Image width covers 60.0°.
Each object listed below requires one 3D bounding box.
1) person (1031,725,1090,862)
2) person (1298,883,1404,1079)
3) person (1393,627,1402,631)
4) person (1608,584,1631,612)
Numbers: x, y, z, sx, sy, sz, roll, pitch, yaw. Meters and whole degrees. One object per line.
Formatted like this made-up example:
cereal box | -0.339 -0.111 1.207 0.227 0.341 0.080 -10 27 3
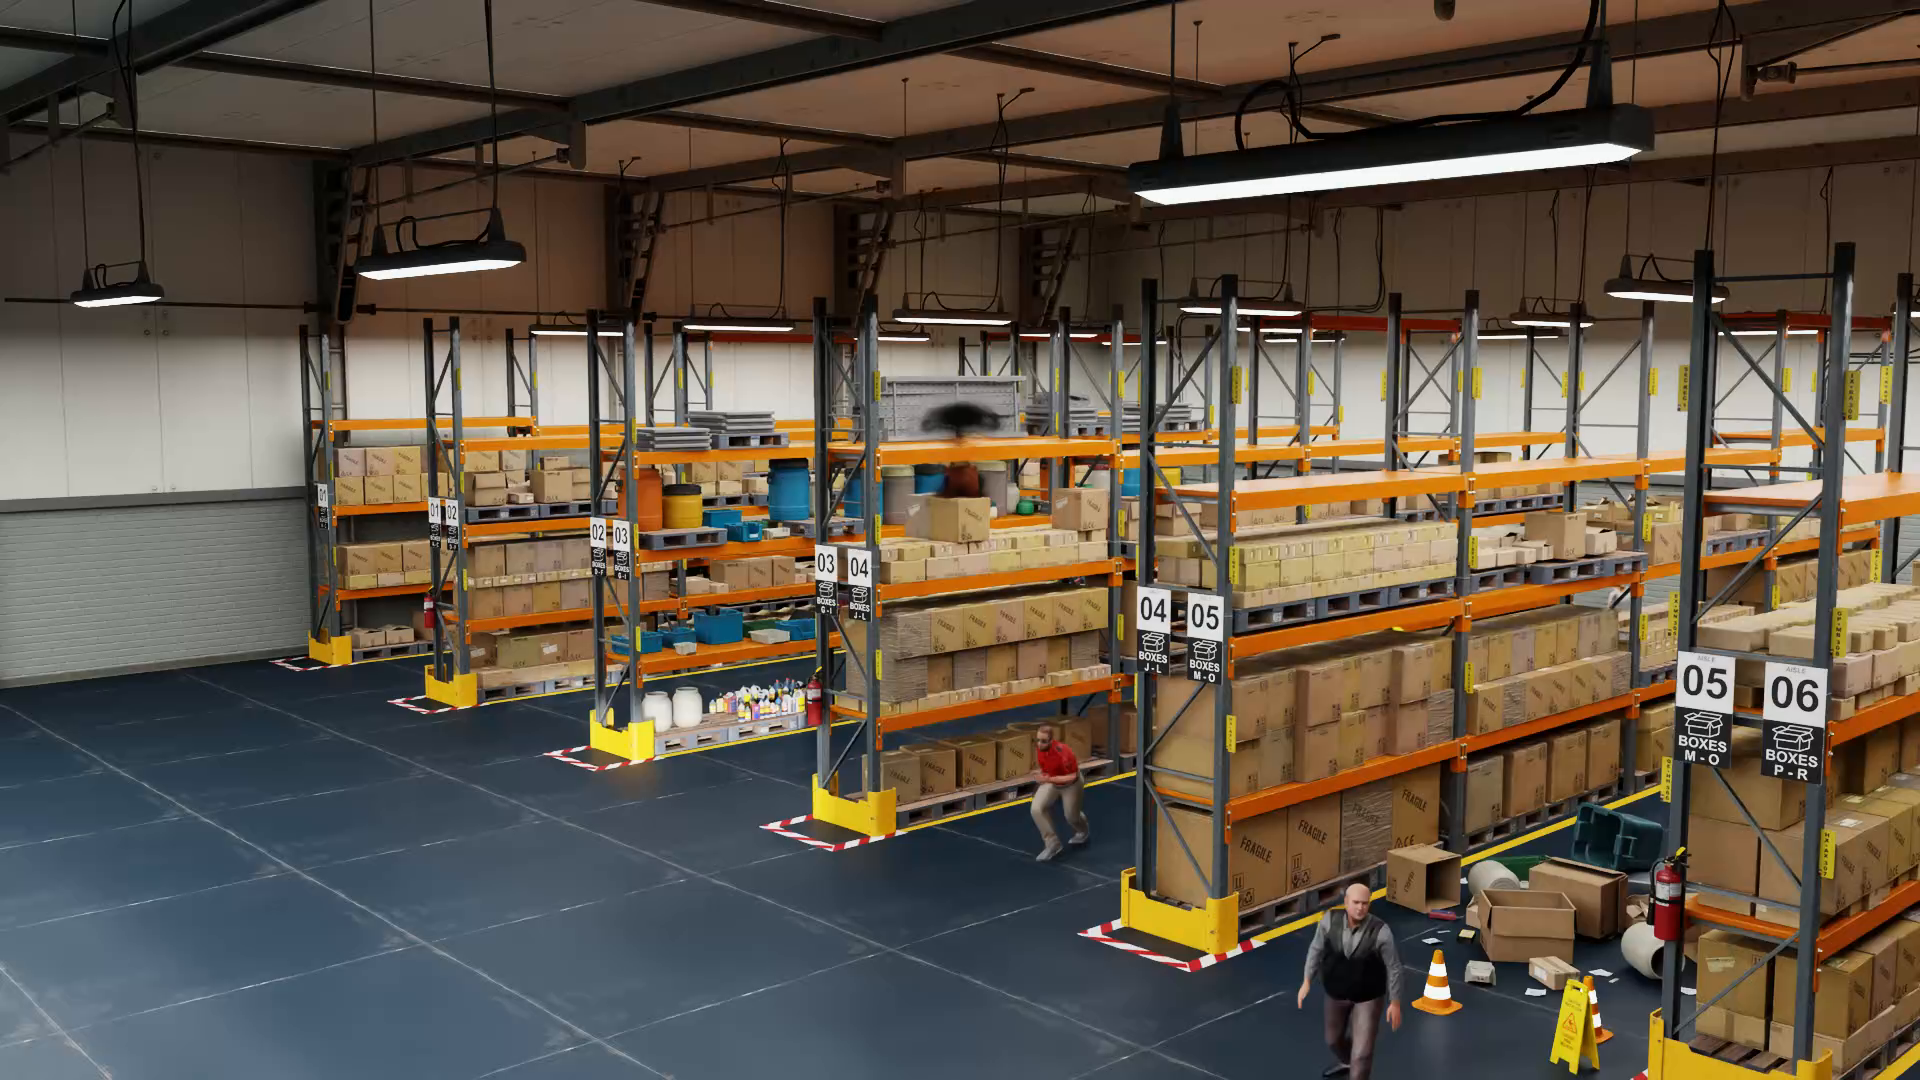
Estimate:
person | 1.108 2.659 17.716 0.656 1.534 1.175 4 7 37
person | 2.784 3.146 11.689 0.715 1.612 0.814 3 6 27
person | 6.190 2.010 23.141 0.743 1.716 1.046 4 7 36
person | 11.733 1.397 29.373 0.615 1.609 0.534 0 6 -4
